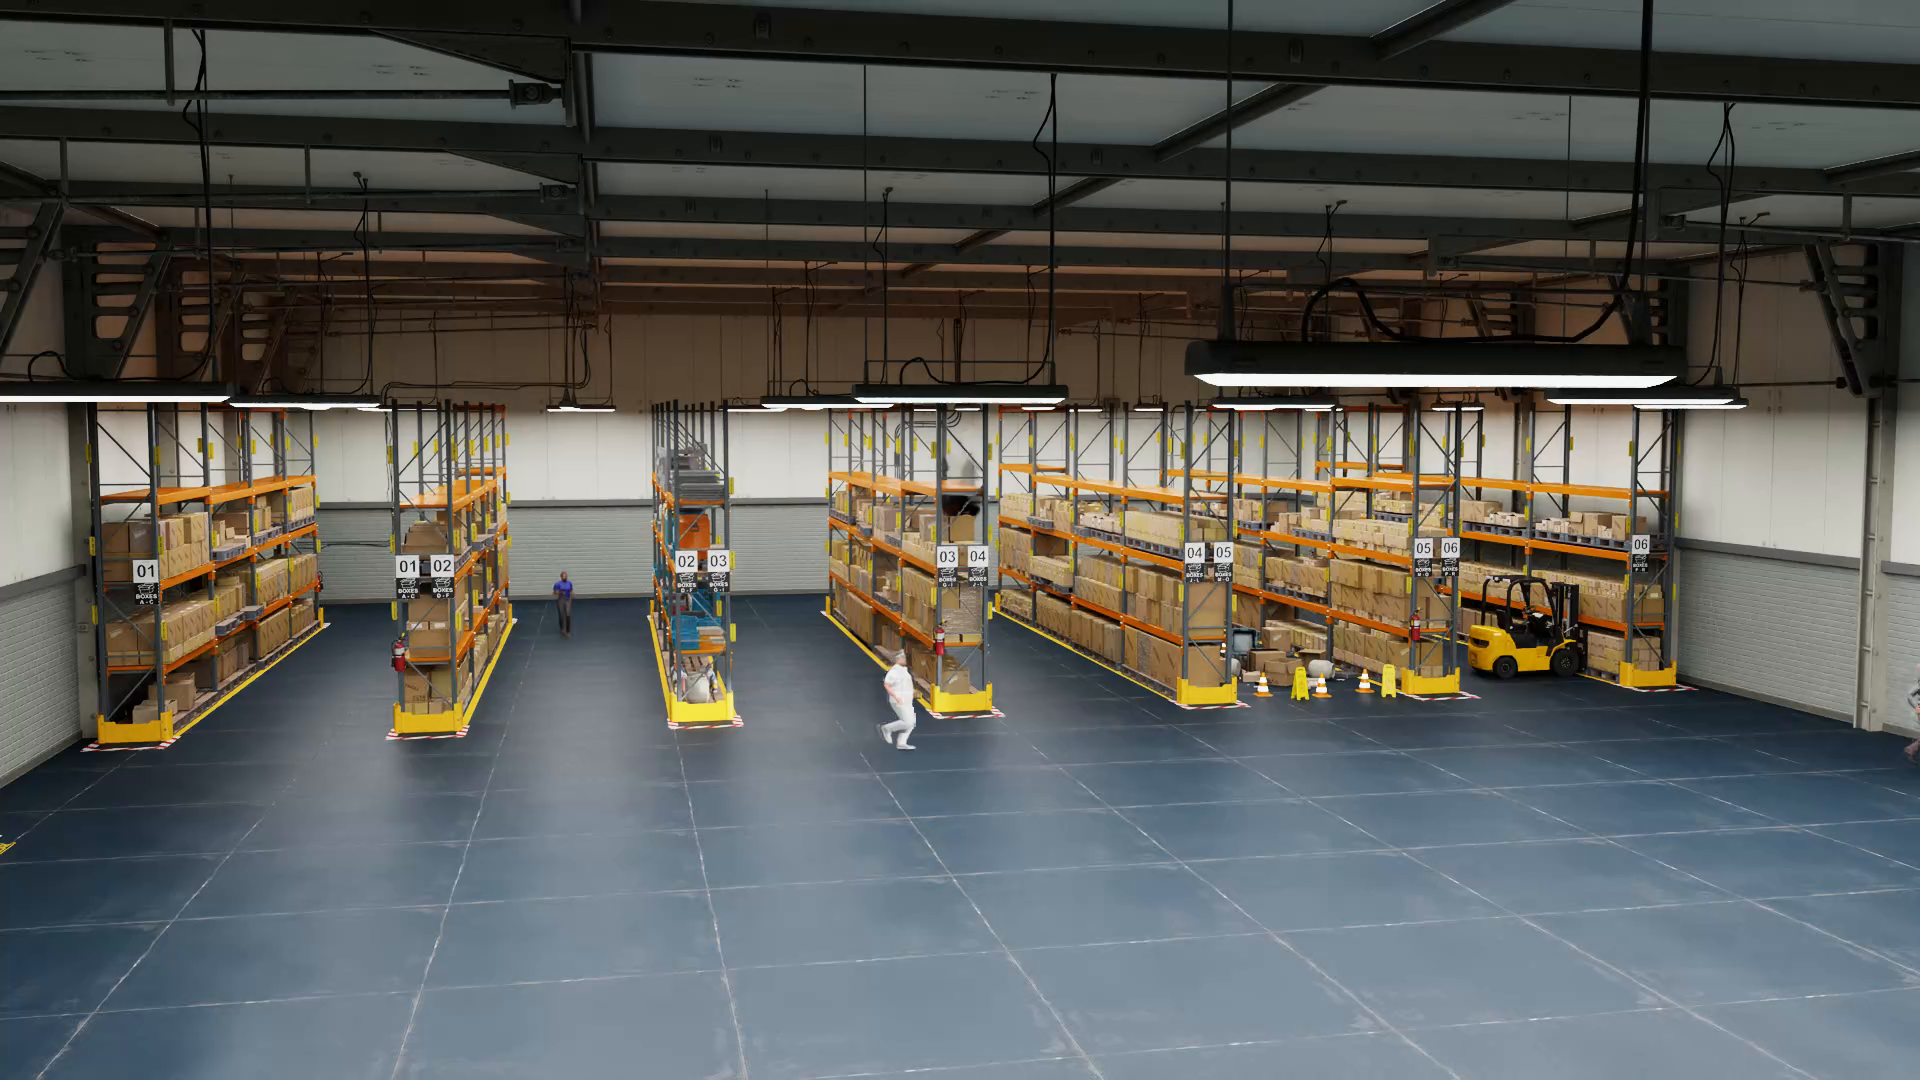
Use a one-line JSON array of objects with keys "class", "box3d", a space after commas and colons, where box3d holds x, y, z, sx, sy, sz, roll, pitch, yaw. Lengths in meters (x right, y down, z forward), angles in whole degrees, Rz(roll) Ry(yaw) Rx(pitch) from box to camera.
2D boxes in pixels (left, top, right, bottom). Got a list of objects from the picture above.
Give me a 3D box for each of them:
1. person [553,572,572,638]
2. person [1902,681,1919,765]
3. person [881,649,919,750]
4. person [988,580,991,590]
[{"class": "person", "box3d": [-10.267, 1.671, 43.010, 0.549, 1.721, 0.767, -2, 5, -23]}, {"class": "person", "box3d": [15.469, 2.844, 26.489, 0.656, 1.705, 0.970, -2, 5, -28]}, {"class": "person", "box3d": [-1.015, 2.723, 28.426, 0.592, 1.726, 0.679, 2, 5, 20]}, {"class": "person", "box3d": [0.581, 1.519, 45.547, 0.525, 1.569, 0.562, -1, 4, -10]}]
